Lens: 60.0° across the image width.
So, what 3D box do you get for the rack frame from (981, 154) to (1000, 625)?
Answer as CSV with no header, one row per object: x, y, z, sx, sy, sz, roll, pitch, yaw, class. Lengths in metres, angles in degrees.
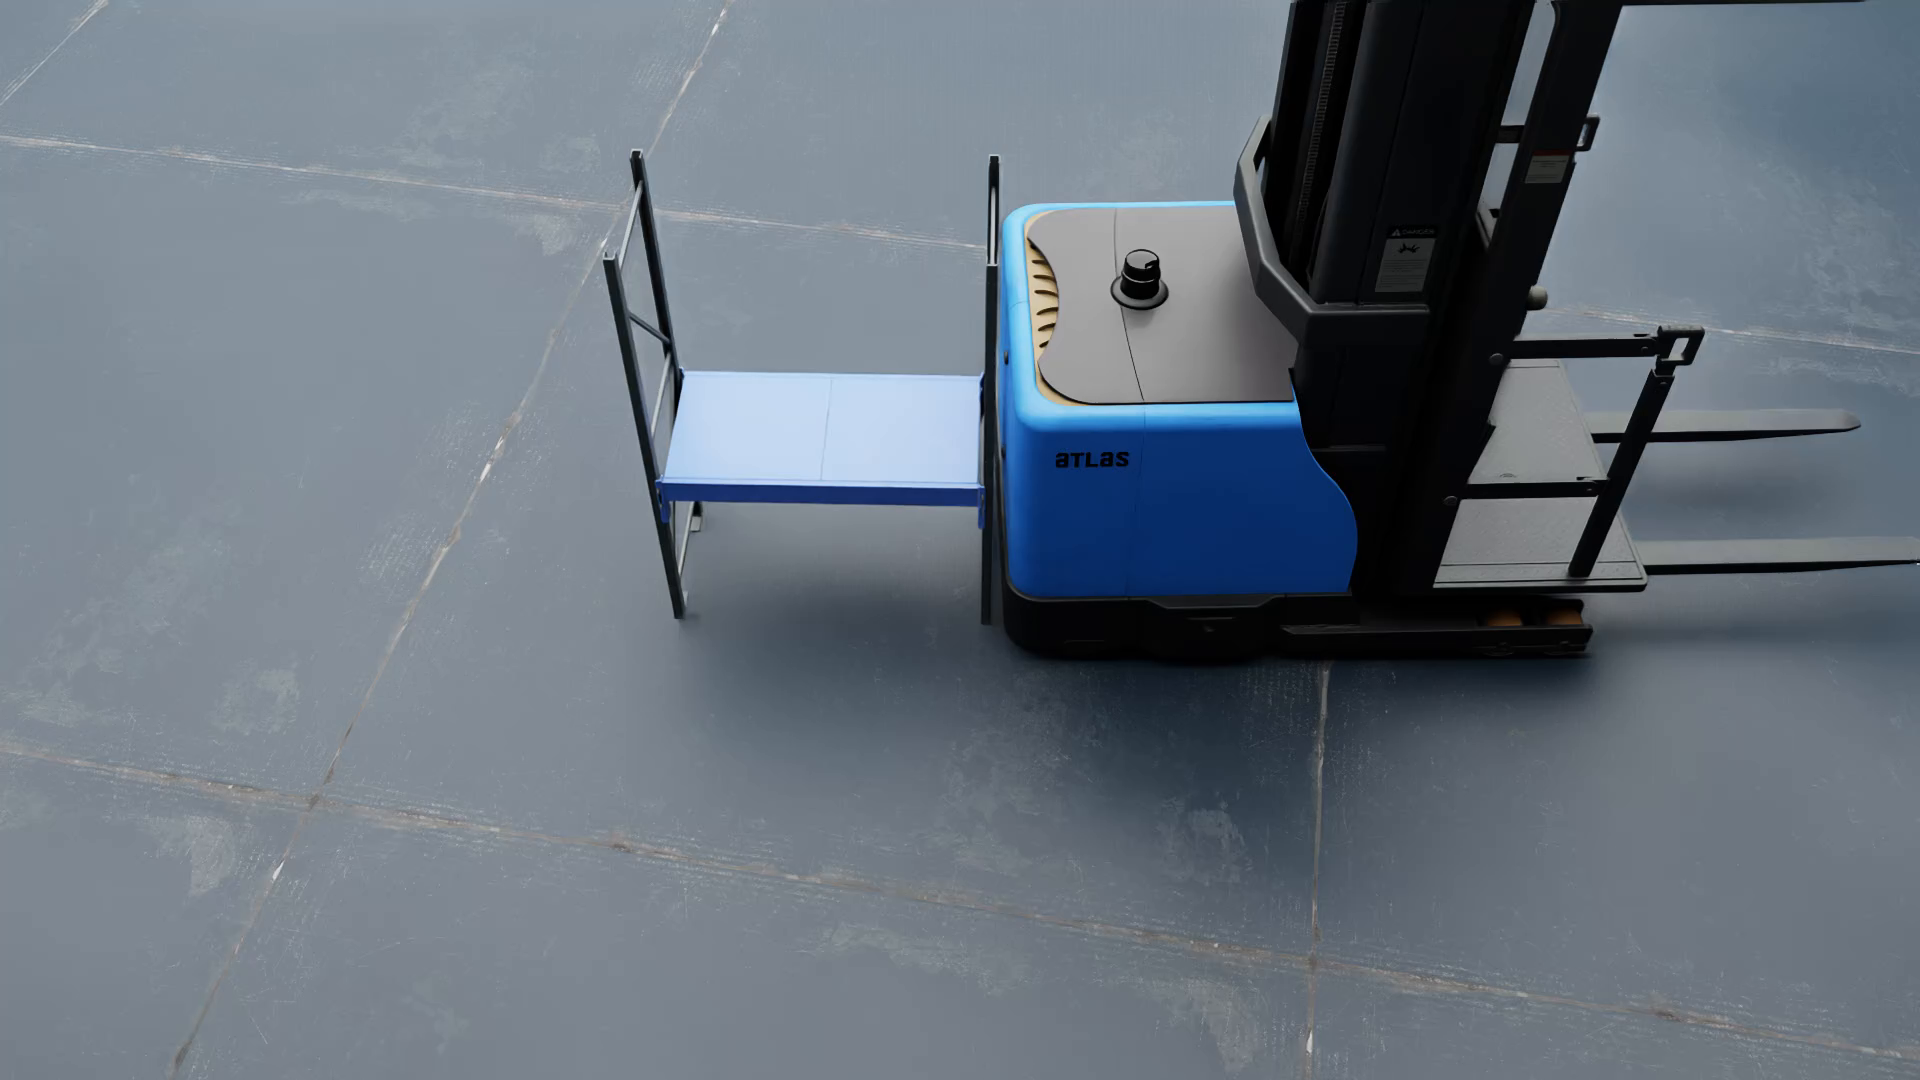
0.091,-0.407,5.107,0.032,1.500,0.500,1,48,1,rack frame

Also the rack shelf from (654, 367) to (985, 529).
-0.417,-0.296,5.250,1.000,0.185,0.538,1,48,1,rack shelf

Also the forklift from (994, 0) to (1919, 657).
1.647,-0.998,4.676,3.031,2.935,1.130,-1,48,-1,forklift

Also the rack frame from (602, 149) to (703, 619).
-0.925,-0.426,5.125,0.032,1.500,0.500,1,48,1,rack frame

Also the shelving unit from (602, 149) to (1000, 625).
-0.417,-0.417,5.116,1.048,1.500,0.538,1,48,1,shelving unit
